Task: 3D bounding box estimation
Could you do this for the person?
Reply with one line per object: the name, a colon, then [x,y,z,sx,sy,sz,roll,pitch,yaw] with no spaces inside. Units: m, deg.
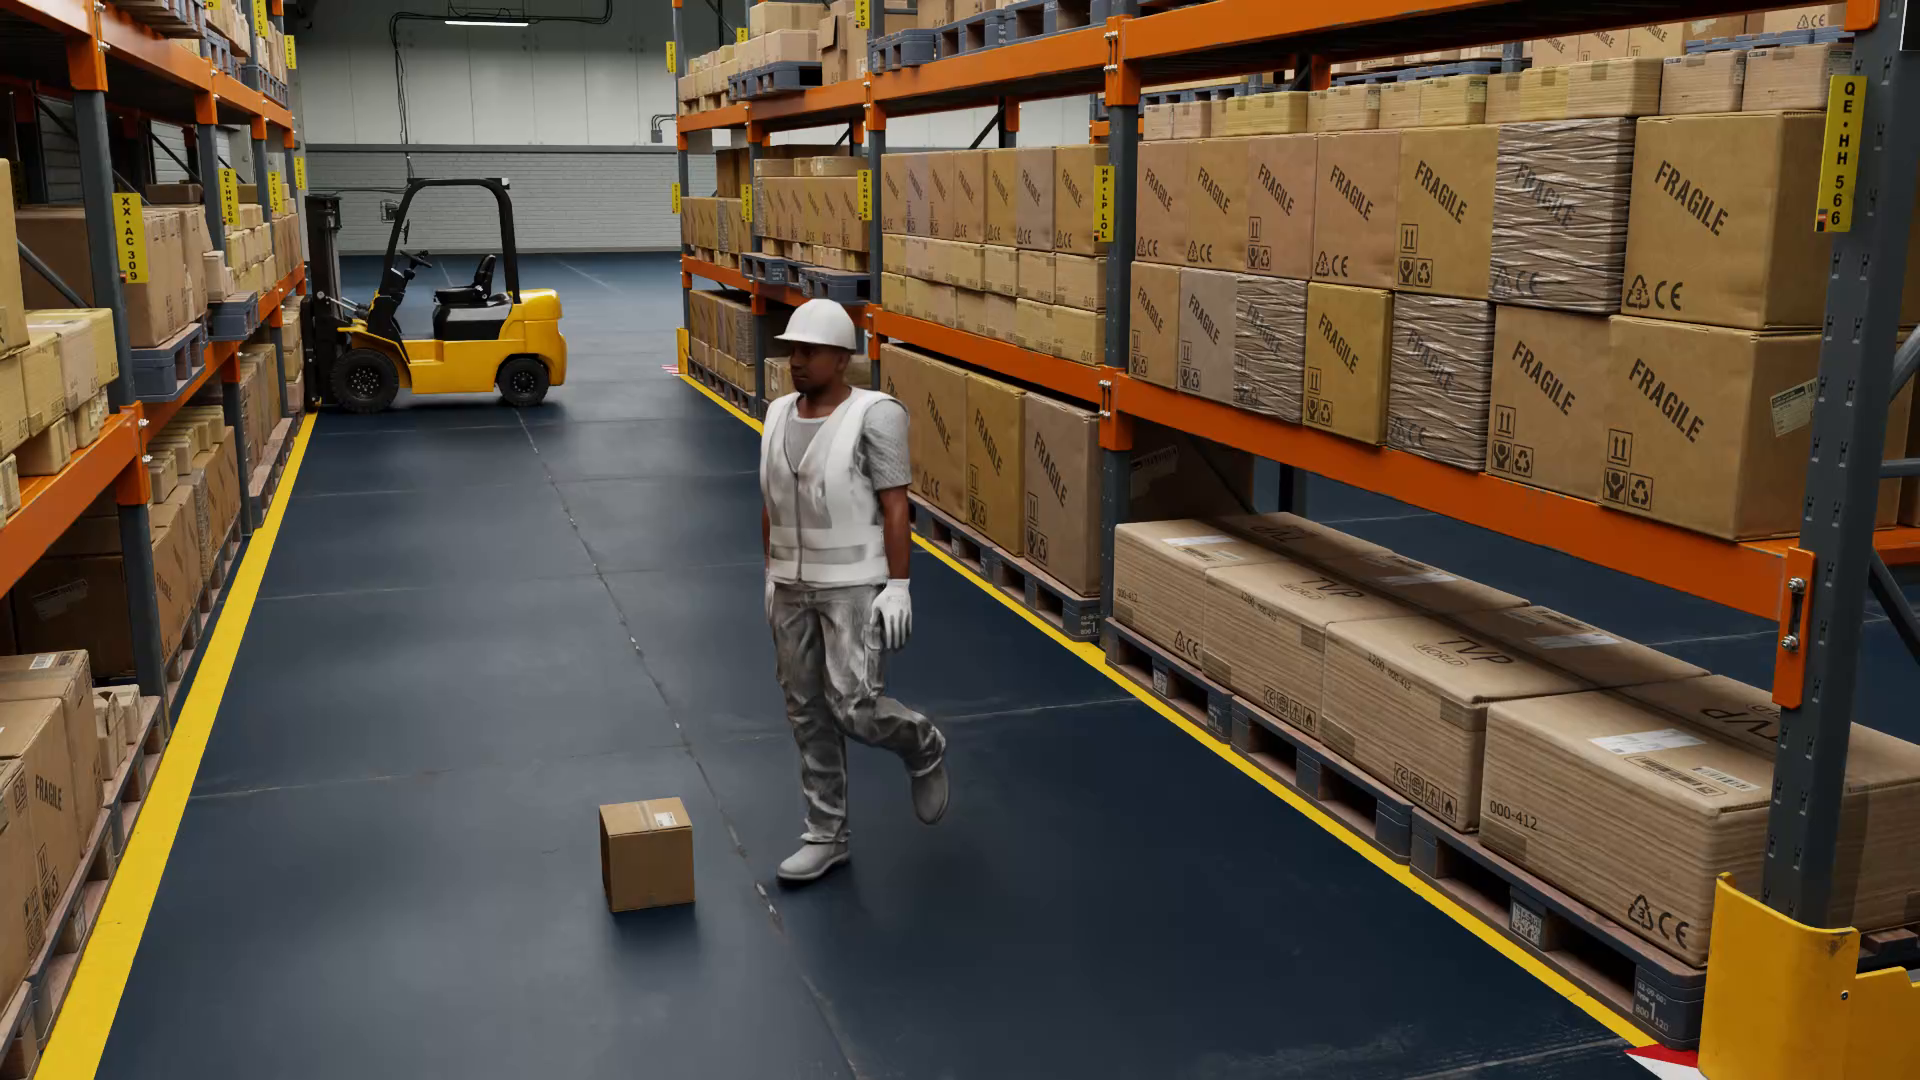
person: [-0.385,0.146,5.205,0.604,1.785,0.622,8,15,33]
